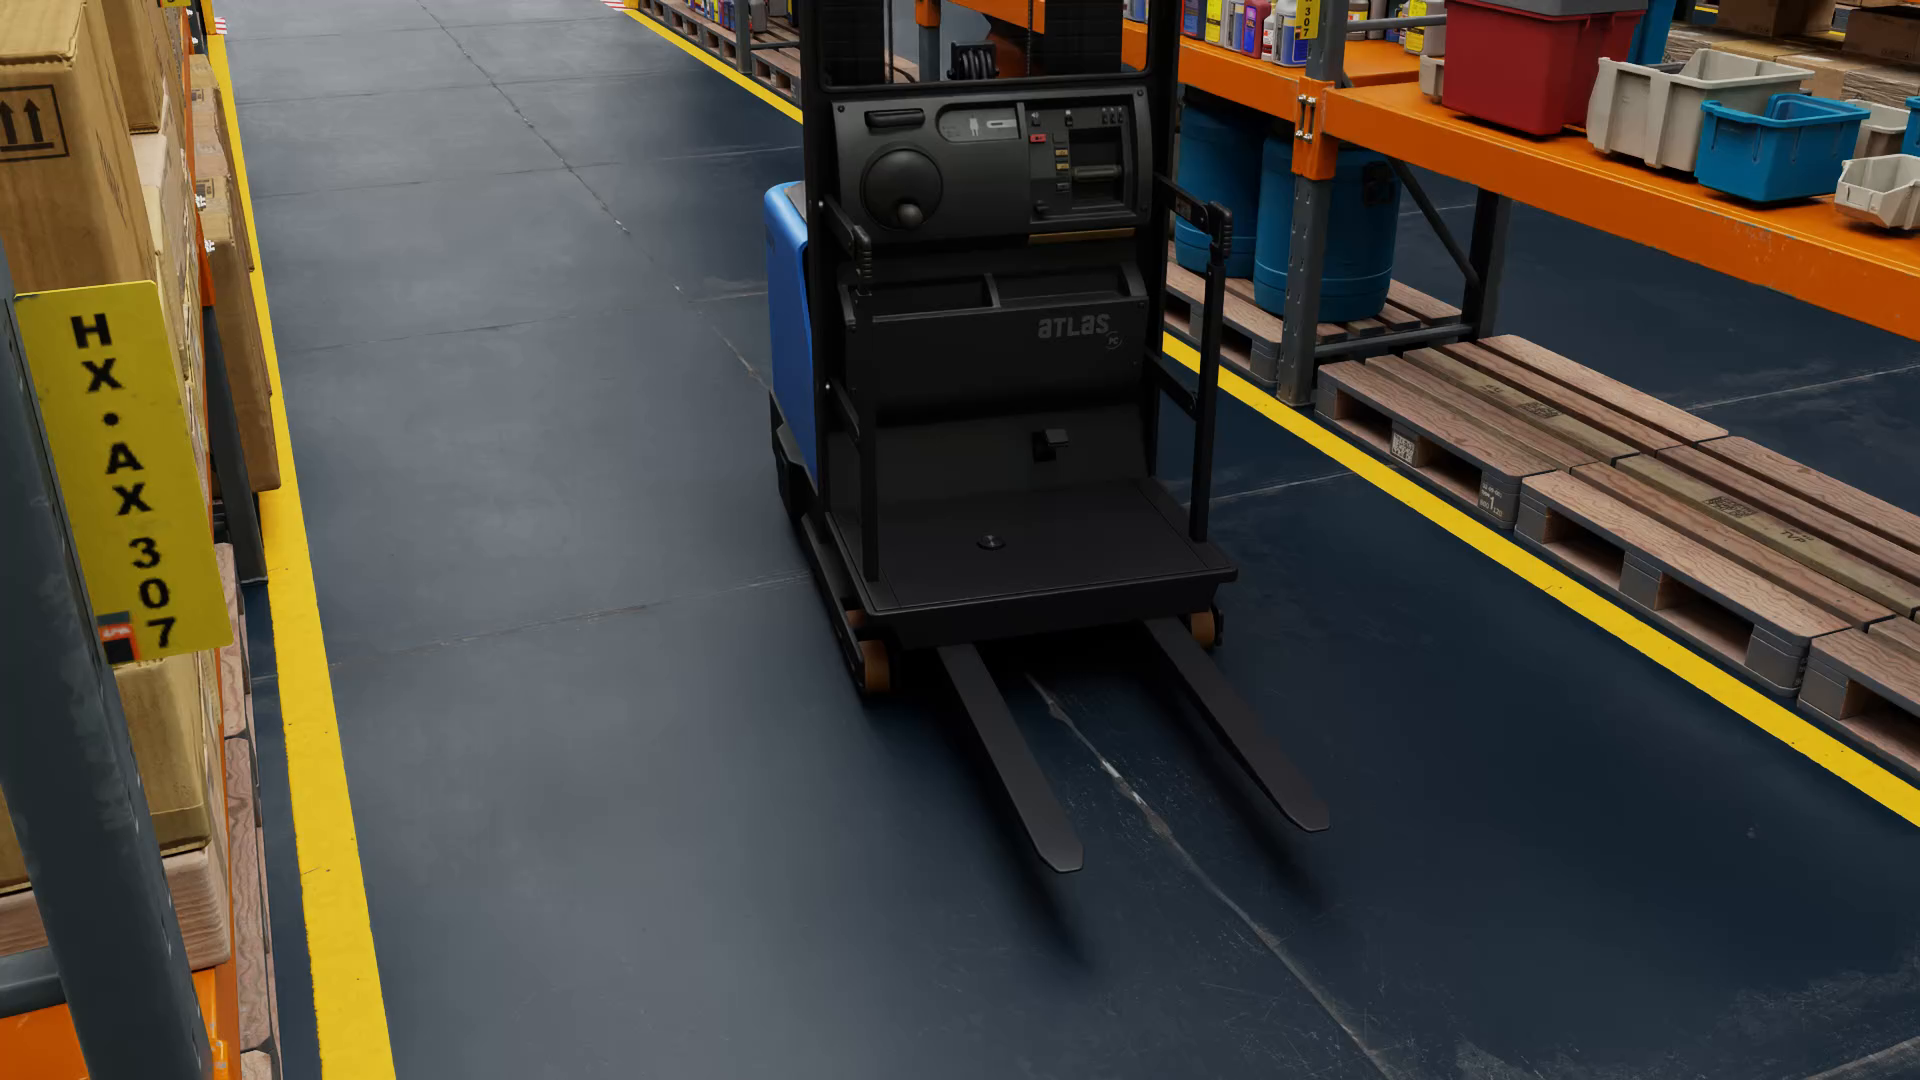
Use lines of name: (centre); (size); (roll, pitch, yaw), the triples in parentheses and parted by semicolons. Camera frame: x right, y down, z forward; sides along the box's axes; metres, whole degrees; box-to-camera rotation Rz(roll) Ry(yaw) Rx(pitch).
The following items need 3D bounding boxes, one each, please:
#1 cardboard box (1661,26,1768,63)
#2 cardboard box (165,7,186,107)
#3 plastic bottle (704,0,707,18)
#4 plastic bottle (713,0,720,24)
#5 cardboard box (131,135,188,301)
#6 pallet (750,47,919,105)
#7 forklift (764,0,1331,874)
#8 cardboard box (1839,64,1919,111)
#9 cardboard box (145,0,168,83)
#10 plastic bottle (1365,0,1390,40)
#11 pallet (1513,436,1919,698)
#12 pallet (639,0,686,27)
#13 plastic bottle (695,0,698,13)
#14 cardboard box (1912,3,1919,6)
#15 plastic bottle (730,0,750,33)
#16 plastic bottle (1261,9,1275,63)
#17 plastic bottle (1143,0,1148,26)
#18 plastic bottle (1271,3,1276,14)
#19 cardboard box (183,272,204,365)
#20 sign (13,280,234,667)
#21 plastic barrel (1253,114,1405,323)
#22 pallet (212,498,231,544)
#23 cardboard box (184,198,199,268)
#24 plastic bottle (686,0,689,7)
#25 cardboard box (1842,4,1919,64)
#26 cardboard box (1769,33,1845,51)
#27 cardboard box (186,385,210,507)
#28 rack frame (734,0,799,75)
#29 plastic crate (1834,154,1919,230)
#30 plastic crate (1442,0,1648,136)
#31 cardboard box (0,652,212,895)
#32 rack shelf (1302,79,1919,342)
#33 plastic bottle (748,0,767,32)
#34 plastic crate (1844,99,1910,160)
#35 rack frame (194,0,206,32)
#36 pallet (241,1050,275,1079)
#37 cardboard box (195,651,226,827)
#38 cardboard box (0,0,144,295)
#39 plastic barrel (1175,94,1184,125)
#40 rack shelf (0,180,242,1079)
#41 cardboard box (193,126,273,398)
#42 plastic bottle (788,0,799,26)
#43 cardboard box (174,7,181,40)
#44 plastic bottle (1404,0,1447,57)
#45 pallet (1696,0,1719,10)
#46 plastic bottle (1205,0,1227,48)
cardboard box: (4.921, -3.092, 11.011); (0.500, 0.500, 0.500); (-12, 28, -22)
cardboard box: (-3.098, -1.824, 5.953); (0.500, 0.500, 0.500); (-11, 28, -22)
plastic bottle: (-2.220, -4.766, 14.702); (0.097, 0.271, 0.097); (0, 26, 0)
plastic bottle: (-2.049, -4.652, 14.376); (0.144, 0.351, 0.185); (-11, 28, -21)
cardboard box: (-1.935, -0.664, 3.523); (0.500, 0.250, 0.500); (-10, 28, -20)
pallet: (-0.987, -3.663, 13.011); (1.003, 0.211, 1.213); (-11, 28, -21)
forklift: (0.158, -1.053, 4.565); (1.130, 2.935, 3.031); (-7, 27, -13)
cardboard box: (5.524, -2.474, 9.746); (0.500, 0.500, 0.500); (-10, 28, -20)
cardboard box: (-2.328, -1.409, 4.194); (0.500, 0.500, 0.500); (-10, 28, -19)
plastic bottle: (1.829, -2.341, 7.267); (0.152, 0.276, 0.135); (-11, 28, -21)
pallet: (2.608, 0.040, 5.427); (1.003, 0.211, 1.213); (-11, 28, -21)
pallet: (-2.510, -5.236, 16.234); (1.003, 0.211, 1.213); (-11, 28, -21)
plastic bottle: (-2.339, -4.889, 14.952); (0.097, 0.271, 0.097); (0, 26, 0)
cardboard box: (8.928, -4.897, 14.709); (0.700, 0.500, 0.500); (-11, 28, -21)
plastic bottle: (-1.847, -4.444, 13.950); (0.144, 0.351, 0.185); (-11, 28, -22)
plastic bottle: (1.281, -2.053, 6.762); (0.097, 0.201, 0.097); (0, 26, 0)
plastic bottle: (0.888, -2.458, 7.592); (0.097, 0.201, 0.097); (0, 26, 0)
plastic bottle: (1.284, -2.117, 6.894); (0.097, 0.201, 0.097); (0, 26, 0)
cardboard box: (-1.830, -0.447, 3.533); (0.380, 0.149, 0.250); (-11, 28, -21)
sign: (-0.675, -0.048, 1.353); (0.100, 0.325, 0.005); (-11, 28, -21)
plastic barrel: (1.606, -1.465, 7.244); (0.600, 0.901, 0.708); (-11, 28, -21)
pallet: (-3.126, -0.191, 5.900); (1.003, 0.211, 1.213); (-11, 28, -21)
cardboard box: (-2.132, -0.758, 4.170); (0.380, 0.149, 0.250); (-11, 28, -21)
plastic bottle: (-2.473, -5.027, 15.235); (0.097, 0.271, 0.097); (0, 26, 0)
cardboard box: (5.809, -3.101, 10.175); (0.500, 0.250, 0.500); (-11, 28, -22)
cardboard box: (5.580, -2.989, 10.801); (0.500, 0.500, 0.500); (-12, 28, -22)
cardboard box: (-1.529, -0.136, 2.897); (0.380, 0.149, 0.250); (-11, 28, -21)
rack frame: (-1.330, -5.226, 13.035); (1.000, 3.000, 0.127); (-11, 28, -21)
plastic crate: (2.519, -0.932, 4.473); (0.298, 0.136, 0.250); (-11, 28, -21)
plastic crate: (1.922, -1.649, 5.566); (0.402, 0.464, 0.583); (-11, 28, -21)
cardboard box: (-1.127, 0.163, 1.829); (0.500, 0.250, 0.500); (-11, 28, -22)
rack shelf: (2.586, -0.866, 4.924); (1.077, 0.370, 4.000); (-11, 28, -21)
plastic bottle: (-1.715, -4.469, 14.001); (0.144, 0.351, 0.185); (-11, 28, -21)
plastic crate: (2.762, -1.254, 5.131); (0.293, 0.136, 0.466); (-11, 28, -21)
rack frame: (-7.454, -5.990, 14.599); (1.000, 3.000, 0.127); (-11, 28, -21)
pallet: (-1.573, 1.413, 2.615); (1.003, 0.211, 1.213); (-11, 28, -21)
cardboard box: (-1.125, 0.279, 2.046); (0.380, 0.149, 0.250); (-11, 28, -21)
cardboard box: (-1.323, -0.376, 2.078); (0.500, 0.500, 0.500); (-11, 28, -22)
plastic barrel: (0.886, -2.066, 8.832); (0.600, 0.588, 0.708); (-11, 28, -21)
rack shelf: (-1.971, -0.015, 3.181); (1.077, 0.370, 4.000); (-11, 28, -21)
cardboard box: (-3.374, -0.995, 6.312); (1.225, 0.875, 0.875); (-12, 28, -22)
plastic bottle: (-1.397, -4.606, 14.282); (0.144, 0.351, 0.185); (-11, 28, -21)
cardboard box: (-3.710, -2.446, 7.227); (0.500, 0.500, 0.500); (-11, 28, -21)
plastic bottle: (1.948, -2.188, 6.869); (0.144, 0.351, 0.185); (-11, 28, -21)
pallet: (8.092, -5.361, 16.490); (1.003, 0.211, 1.213); (-11, 28, -21)
plastic bottle: (1.142, -2.289, 7.076); (0.144, 0.351, 0.185); (-11, 28, -21)
